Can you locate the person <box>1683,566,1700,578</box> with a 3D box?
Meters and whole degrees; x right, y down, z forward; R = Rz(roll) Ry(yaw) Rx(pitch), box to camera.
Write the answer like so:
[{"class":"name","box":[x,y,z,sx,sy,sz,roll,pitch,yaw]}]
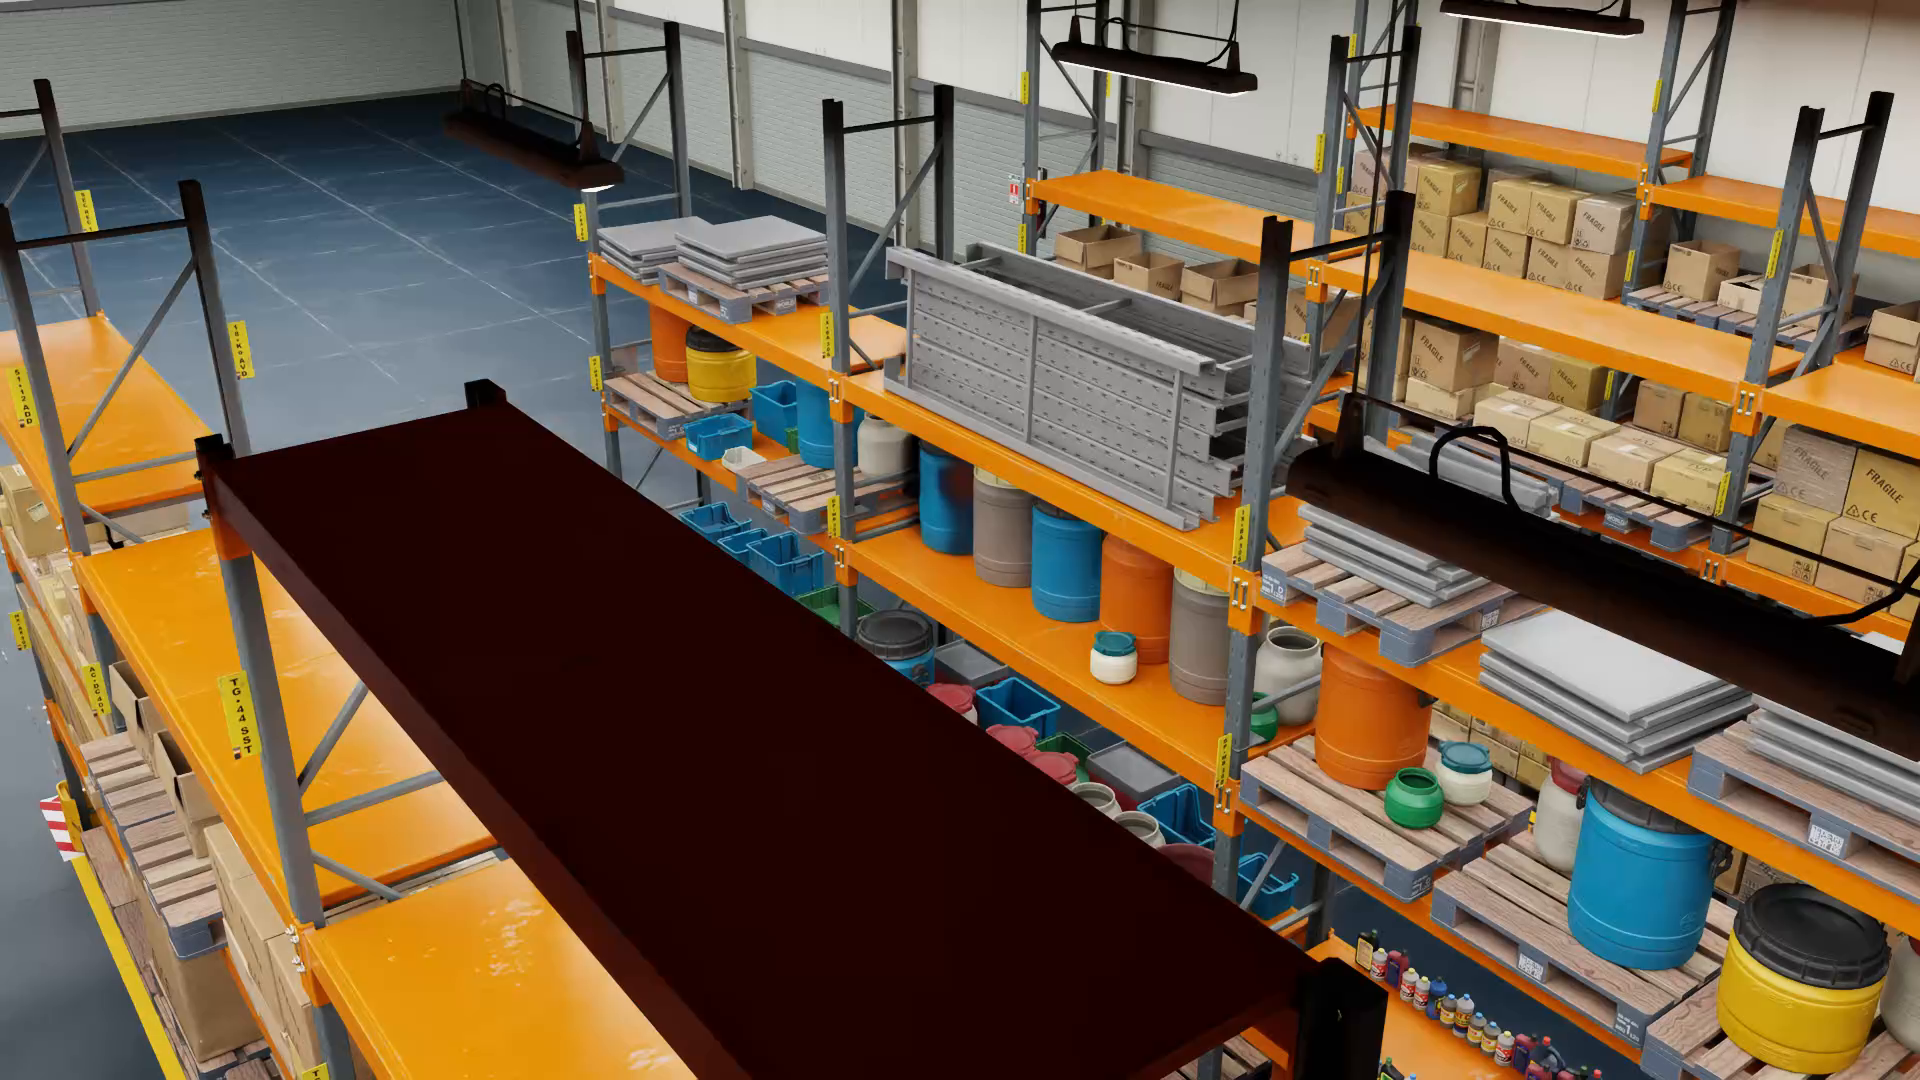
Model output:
[{"class":"person","box":[6.508,0.898,15.020,0.678,1.777,0.940,-16,29,-31]}]
